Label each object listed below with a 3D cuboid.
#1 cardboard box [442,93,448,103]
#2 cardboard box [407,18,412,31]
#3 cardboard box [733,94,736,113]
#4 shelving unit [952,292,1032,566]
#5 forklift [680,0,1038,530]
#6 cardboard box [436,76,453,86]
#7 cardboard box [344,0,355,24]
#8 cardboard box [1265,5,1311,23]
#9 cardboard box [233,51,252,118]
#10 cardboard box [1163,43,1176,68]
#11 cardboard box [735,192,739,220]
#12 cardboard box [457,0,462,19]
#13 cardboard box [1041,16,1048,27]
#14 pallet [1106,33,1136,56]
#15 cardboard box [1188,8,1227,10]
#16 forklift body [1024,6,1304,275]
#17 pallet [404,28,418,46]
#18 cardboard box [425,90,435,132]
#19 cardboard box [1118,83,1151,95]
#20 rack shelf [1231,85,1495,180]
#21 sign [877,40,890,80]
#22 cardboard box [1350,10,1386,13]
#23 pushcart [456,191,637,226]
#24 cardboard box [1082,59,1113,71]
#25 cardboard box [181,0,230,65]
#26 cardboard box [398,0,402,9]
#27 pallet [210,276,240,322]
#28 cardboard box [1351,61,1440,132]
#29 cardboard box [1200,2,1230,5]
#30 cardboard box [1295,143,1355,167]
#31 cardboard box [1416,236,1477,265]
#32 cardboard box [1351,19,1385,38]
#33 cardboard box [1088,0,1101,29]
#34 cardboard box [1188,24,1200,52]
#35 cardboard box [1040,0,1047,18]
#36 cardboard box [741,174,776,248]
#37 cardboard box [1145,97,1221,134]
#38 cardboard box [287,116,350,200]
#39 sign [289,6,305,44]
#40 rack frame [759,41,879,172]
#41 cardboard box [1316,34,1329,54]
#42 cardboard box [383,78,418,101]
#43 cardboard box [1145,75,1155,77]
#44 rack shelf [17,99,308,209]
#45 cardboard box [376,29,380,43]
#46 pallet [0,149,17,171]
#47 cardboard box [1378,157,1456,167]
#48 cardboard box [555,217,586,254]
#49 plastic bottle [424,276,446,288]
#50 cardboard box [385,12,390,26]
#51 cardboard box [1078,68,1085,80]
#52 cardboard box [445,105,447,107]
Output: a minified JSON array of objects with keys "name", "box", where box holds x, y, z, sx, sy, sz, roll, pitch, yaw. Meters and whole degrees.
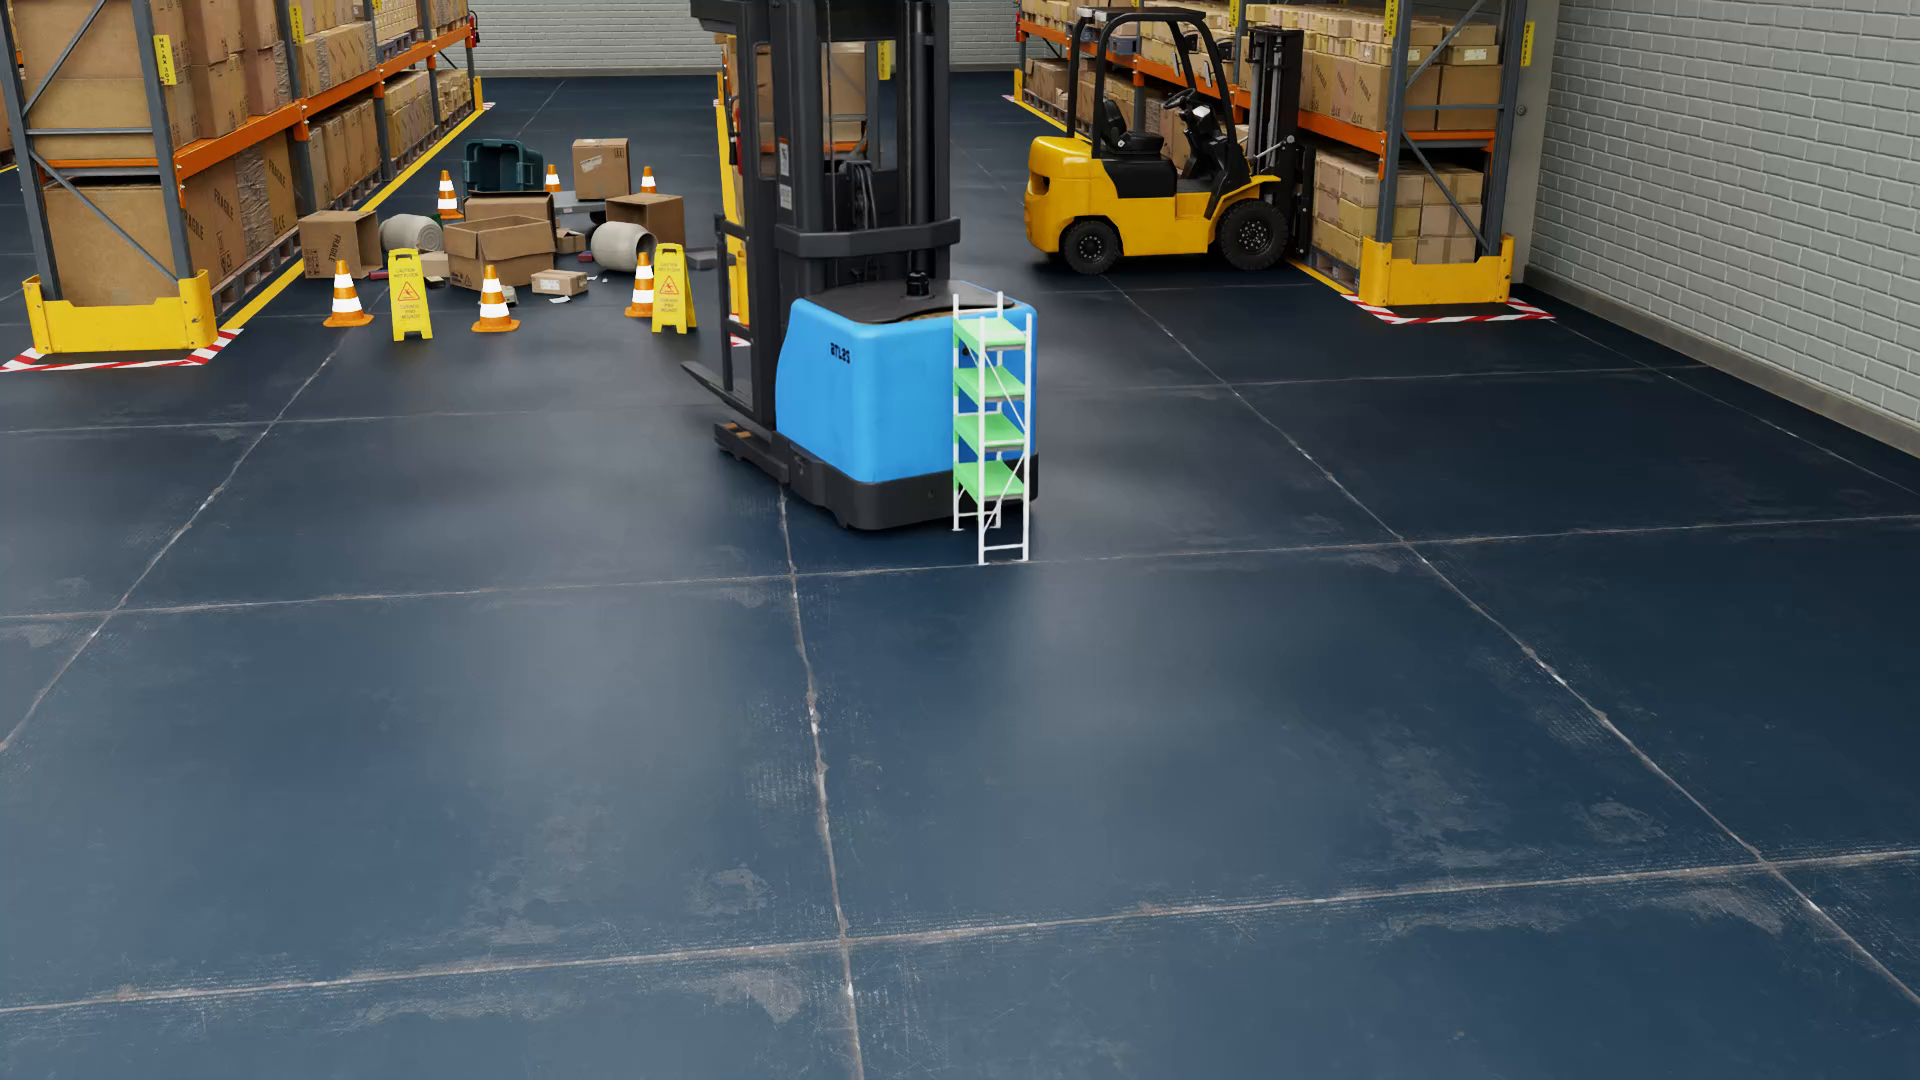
[{"name":"cardboard box","box":[-7.700,-6.467,24.293,0.380,0.149,0.250,-2,21,-5]},{"name":"cardboard box","box":[-7.390,-6.744,21.745,0.380,0.149,0.250,-3,21,-8]},{"name":"cardboard box","box":[-1.776,-3.798,14.456,0.380,0.149,0.250,-3,21,-7]},{"name":"shelving unit","box":[0.146,-0.534,7.931,0.258,1.200,0.503,-5,21,-13]},{"name":"forklift","box":[-0.756,-1.892,9.092,1.130,2.935,3.031,-11,23,-27]},{"name":"cardboard box","box":[-7.826,-6.870,24.948,0.380,0.149,0.250,-4,21,-10]},{"name":"cardboard box","box":[-7.084,-5.943,18.270,0.700,0.500,0.500,-3,21,-8]},{"name":"cardboard box","box":[3.130,-5.015,15.862,0.380,0.149,0.250,-3,21,-7]},{"name":"cardboard box","box":[-6.434,-3.760,13.782,0.875,0.550,0.550,-3,21,-8]},{"name":"cardboard box","box":[2.627,-5.532,18.955,0.500,0.250,0.500,-4,21,-10]},{"name":"cardboard box","box":[-1.861,-3.175,15.759,0.500,0.250,0.500,-4,21,-10]},{"name":"cardboard box","box":[-7.904,-8.219,25.367,0.500,0.500,0.500,-3,21,-9]},{"name":"cardboard box","box":[1.473,-8.106,25.992,0.380,0.149,0.250,-2,21,-7]},{"name":"pallet","box":[2.489,-6.262,20.969,1.213,0.211,1.003,-3,21,-8]},{"name":"cardboard box","box":[2.740,-5.814,18.427,0.380,0.149,0.250,-3,21,-8]},{"name":"forklift body","box":[1.731,-3.518,14.560,2.313,2.155,1.214,-3,21,-8]},{"name":"pallet","box":[-7.749,-6.607,21.894,1.003,0.211,1.213,-3,21,-8]},{"name":"cardboard box","box":[-7.360,-5.751,22.300,0.500,0.500,0.500,-3,21,-9]},{"name":"cardboard box","box":[2.277,-5.888,21.740,0.380,0.149,0.250,-2,21,-6]},{"name":"rack shelf","box":[3.521,-3.706,14.880,1.077,0.370,4.000,-3,21,-8]},{"name":"sign","box":[-0.565,-3.532,12.148,0.100,0.325,0.005,-3,21,-8]},{"name":"cardboard box","box":[3.730,-4.685,14.978,0.380,0.149,0.250,-3,21,-8]},{"name":"pushcart","box":[-3.928,-3.123,16.039,1.648,0.377,0.936,-11,23,-26]},{"name":"cardboard box","box":[1.953,-6.749,23.620,0.380,0.149,0.250,-4,21,-10]},{"name":"cardboard box","box":[-6.118,-3.907,12.633,0.875,0.550,0.550,-3,21,-8]},{"name":"cardboard box","box":[-7.320,-6.839,21.148,0.380,0.149,0.250,-4,21,-10]},{"name":"pallet","box":[-6.178,-1.781,12.683,1.003,0.211,1.213,-3,21,-8]},{"name":"cardboard box","box":[3.478,-3.555,13.303,0.500,0.500,0.500,-3,21,-9]},{"name":"cardboard box","box":[3.051,-6.284,19.683,0.380,0.149,0.250,-2,21,-6]},{"name":"cardboard box","box":[3.207,-3.398,14.927,0.500,0.250,0.500,-3,21,-9]},{"name":"cardboard box","box":[3.932,-2.439,13.789,0.500,0.250,0.500,-3,21,-8]},{"name":"cardboard box","box":[3.456,-4.217,13.725,0.380,0.149,0.250,-3,21,-7]},{"name":"cardboard box","box":[2.116,-7.119,22.247,0.700,0.500,0.500,-3,21,-8]},{"name":"cardboard box","box":[2.760,-5.412,17.918,0.500,0.250,0.500,-3,21,-7]},{"name":"cardboard box","box":[1.546,-8.263,25.841,0.500,0.250,0.500,-3,21,-9]},{"name":"cardboard box","box":[-1.476,-2.623,13.210,0.500,0.500,0.500,-3,21,-7]},{"name":"cardboard box","box":[2.732,-4.988,20.078,0.875,0.625,0.625,-2,21,-6]},{"name":"cardboard box","box":[-6.876,-3.887,16.950,1.050,0.750,0.750,-3,21,-8]},{"name":"sign","box":[-6.013,-4.670,15.083,0.100,0.325,0.005,-3,21,-8]},{"name":"rack frame","box":[-1.102,-3.099,12.226,1.000,3.000,0.127,-3,21,-8]},{"name":"cardboard box","box":[3.273,-4.250,14.239,0.380,0.149,0.250,-3,21,-7]},{"name":"cardboard box","box":[-7.207,-5.740,21.198,0.500,0.250,0.500,-4,21,-10]},{"name":"cardboard box","box":[2.647,-6.276,22.778,0.380,0.149,0.250,-3,21,-7]},{"name":"rack shelf","box":[-6.274,-3.170,13.444,1.077,0.370,4.000,-3,21,-8]},{"name":"cardboard box","box":[-7.042,-5.921,19.541,0.380,0.149,0.250,-2,21,-5]},{"name":"pallet","box":[-12.273,-4.761,20.662,1.003,0.211,1.213,-3,21,-8]},{"name":"cardboard box","box":[3.852,-3.076,14.067,0.500,0.250,0.500,-3,21,-8]},{"name":"cardboard box","box":[-3.685,-2.813,15.368,0.396,0.266,0.258,17,27,39]},{"name":"plastic bottle","box":[-4.408,-2.167,13.930,0.133,0.061,0.283,-11,23,-26]},{"name":"cardboard box","box":[-7.165,-6.340,20.237,0.380,0.149,0.250,-3,21,-8]},{"name":"cardboard box","box":[1.868,-6.697,23.906,0.380,0.149,0.250,-2,21,-5]},{"name":"cardboard box","box":[-7.576,-6.148,23.865,0.380,0.149,0.250,-3,21,-8]}]
